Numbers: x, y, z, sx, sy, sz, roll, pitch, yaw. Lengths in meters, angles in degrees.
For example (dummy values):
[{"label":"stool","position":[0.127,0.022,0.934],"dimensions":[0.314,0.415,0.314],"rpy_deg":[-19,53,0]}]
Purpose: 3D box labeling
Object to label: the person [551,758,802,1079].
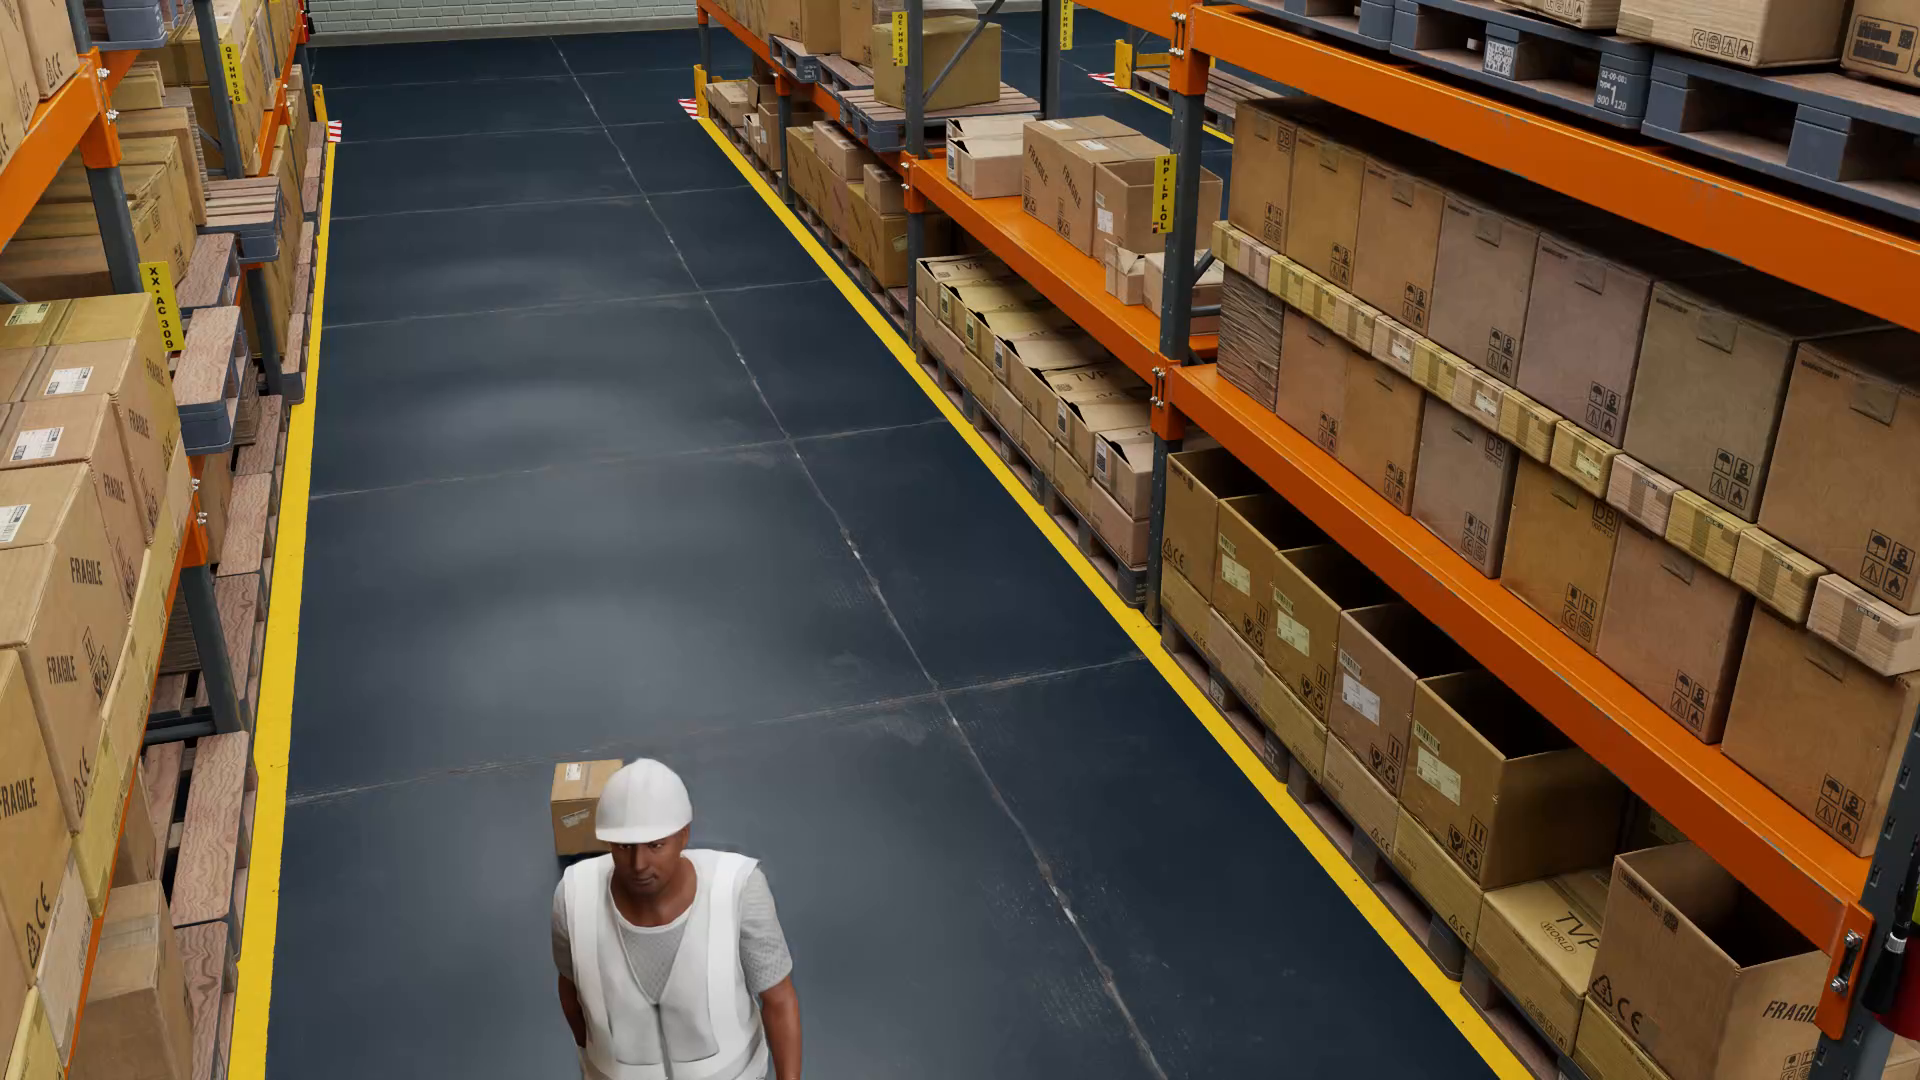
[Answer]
[{"label":"person","position":[-0.656,1.296,3.944],"dimensions":[0.564,1.738,1.077],"rpy_deg":[-4,26,-7]}]
